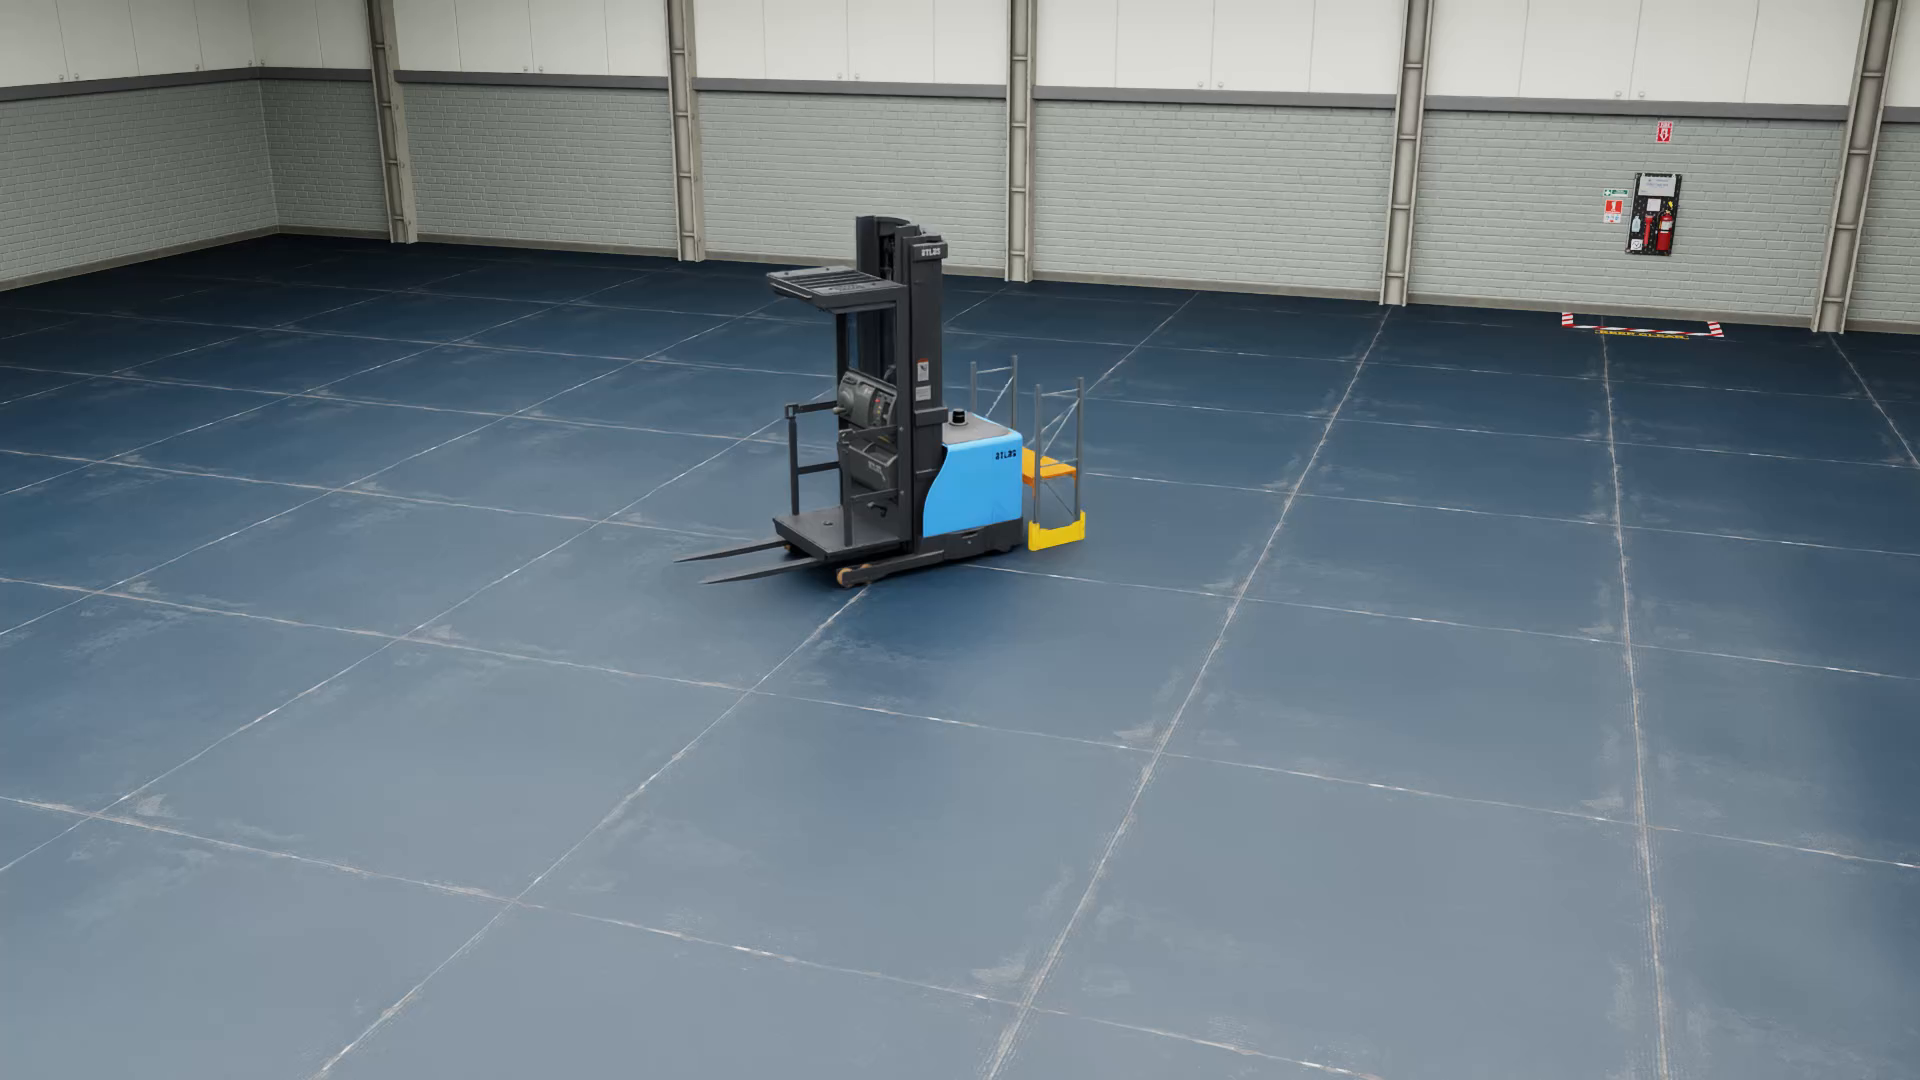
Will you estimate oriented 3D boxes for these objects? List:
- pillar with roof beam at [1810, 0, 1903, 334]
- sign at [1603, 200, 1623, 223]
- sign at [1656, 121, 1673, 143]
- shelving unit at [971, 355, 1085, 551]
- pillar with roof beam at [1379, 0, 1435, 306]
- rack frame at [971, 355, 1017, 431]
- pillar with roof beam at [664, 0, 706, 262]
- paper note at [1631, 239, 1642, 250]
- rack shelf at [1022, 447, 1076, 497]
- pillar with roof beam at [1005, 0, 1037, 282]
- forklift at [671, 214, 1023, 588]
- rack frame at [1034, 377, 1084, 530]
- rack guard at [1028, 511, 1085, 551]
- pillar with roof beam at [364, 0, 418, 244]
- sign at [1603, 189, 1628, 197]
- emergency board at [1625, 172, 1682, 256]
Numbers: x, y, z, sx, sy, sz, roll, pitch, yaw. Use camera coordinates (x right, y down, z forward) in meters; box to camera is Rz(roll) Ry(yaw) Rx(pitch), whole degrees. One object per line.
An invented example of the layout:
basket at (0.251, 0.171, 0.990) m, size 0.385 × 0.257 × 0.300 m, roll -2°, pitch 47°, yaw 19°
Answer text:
pillar with roof beam at (10.892, -5.884, 18.286) m, size 0.400 × 9.000 × 9.100 m, roll 7°, pitch 20°, yaw 18°
sign at (9.494, -4.777, 24.170) m, size 0.234 × 0.329 × 0.001 m, roll 7°, pitch 20°, yaw 18°
sign at (10.008, -5.795, 23.623) m, size 0.199 × 0.298 × 0.001 m, roll 7°, pitch 20°, yaw 18°
shelving unit at (0.598, -0.813, 15.130) m, size 0.587 × 1.500 × 1.083 m, roll -12°, pitch 23°, yaw -31°
pillar with roof beam at (5.224, -6.532, 20.145) m, size 0.400 × 9.000 × 9.100 m, roll 7°, pitch 20°, yaw 18°
rack frame at (0.314, -0.955, 15.538) m, size 0.500 × 1.500 × 0.032 m, roll -12°, pitch 23°, yaw -31°
pillar with roof beam at (-6.112, -7.829, 23.863) m, size 0.400 × 9.000 × 9.100 m, roll 7°, pitch 20°, yaw 18°
paper note at (9.838, -4.293, 24.174) m, size 0.142 × 0.148 × 0.016 m, roll 7°, pitch 20°, yaw 18°
rack shelf at (0.593, -0.646, 15.196) m, size 0.538 × 0.185 × 1.000 m, roll -12°, pitch 23°, yaw -31°
pillar with roof beam at (-0.444, -7.180, 22.004) m, size 0.400 × 9.000 × 9.100 m, roll 7°, pitch 20°, yaw 18°
forklift at (-0.964, -1.179, 14.006) m, size 3.031 × 2.935 × 1.130 m, roll -11°, pitch 22°, yaw -30°
rack frame at (0.873, -0.676, 14.736) m, size 0.500 × 1.500 × 0.032 m, roll -12°, pitch 23°, yaw -31°
rack guard at (0.872, -0.086, 14.943) m, size 0.587 × 0.250 × 0.087 m, roll -12°, pitch 23°, yaw -31°
pillar with roof beam at (-11.779, -8.477, 25.723) m, size 0.400 × 9.000 × 9.100 m, roll 7°, pitch 20°, yaw 18°
sign at (9.495, -5.024, 24.074) m, size 0.331 × 0.109 × 0.001 m, roll 7°, pitch 20°, yaw 18°
emergency board at (9.983, -4.669, 23.913) m, size 0.643 × 1.169 × 0.194 m, roll 7°, pitch 20°, yaw 18°
